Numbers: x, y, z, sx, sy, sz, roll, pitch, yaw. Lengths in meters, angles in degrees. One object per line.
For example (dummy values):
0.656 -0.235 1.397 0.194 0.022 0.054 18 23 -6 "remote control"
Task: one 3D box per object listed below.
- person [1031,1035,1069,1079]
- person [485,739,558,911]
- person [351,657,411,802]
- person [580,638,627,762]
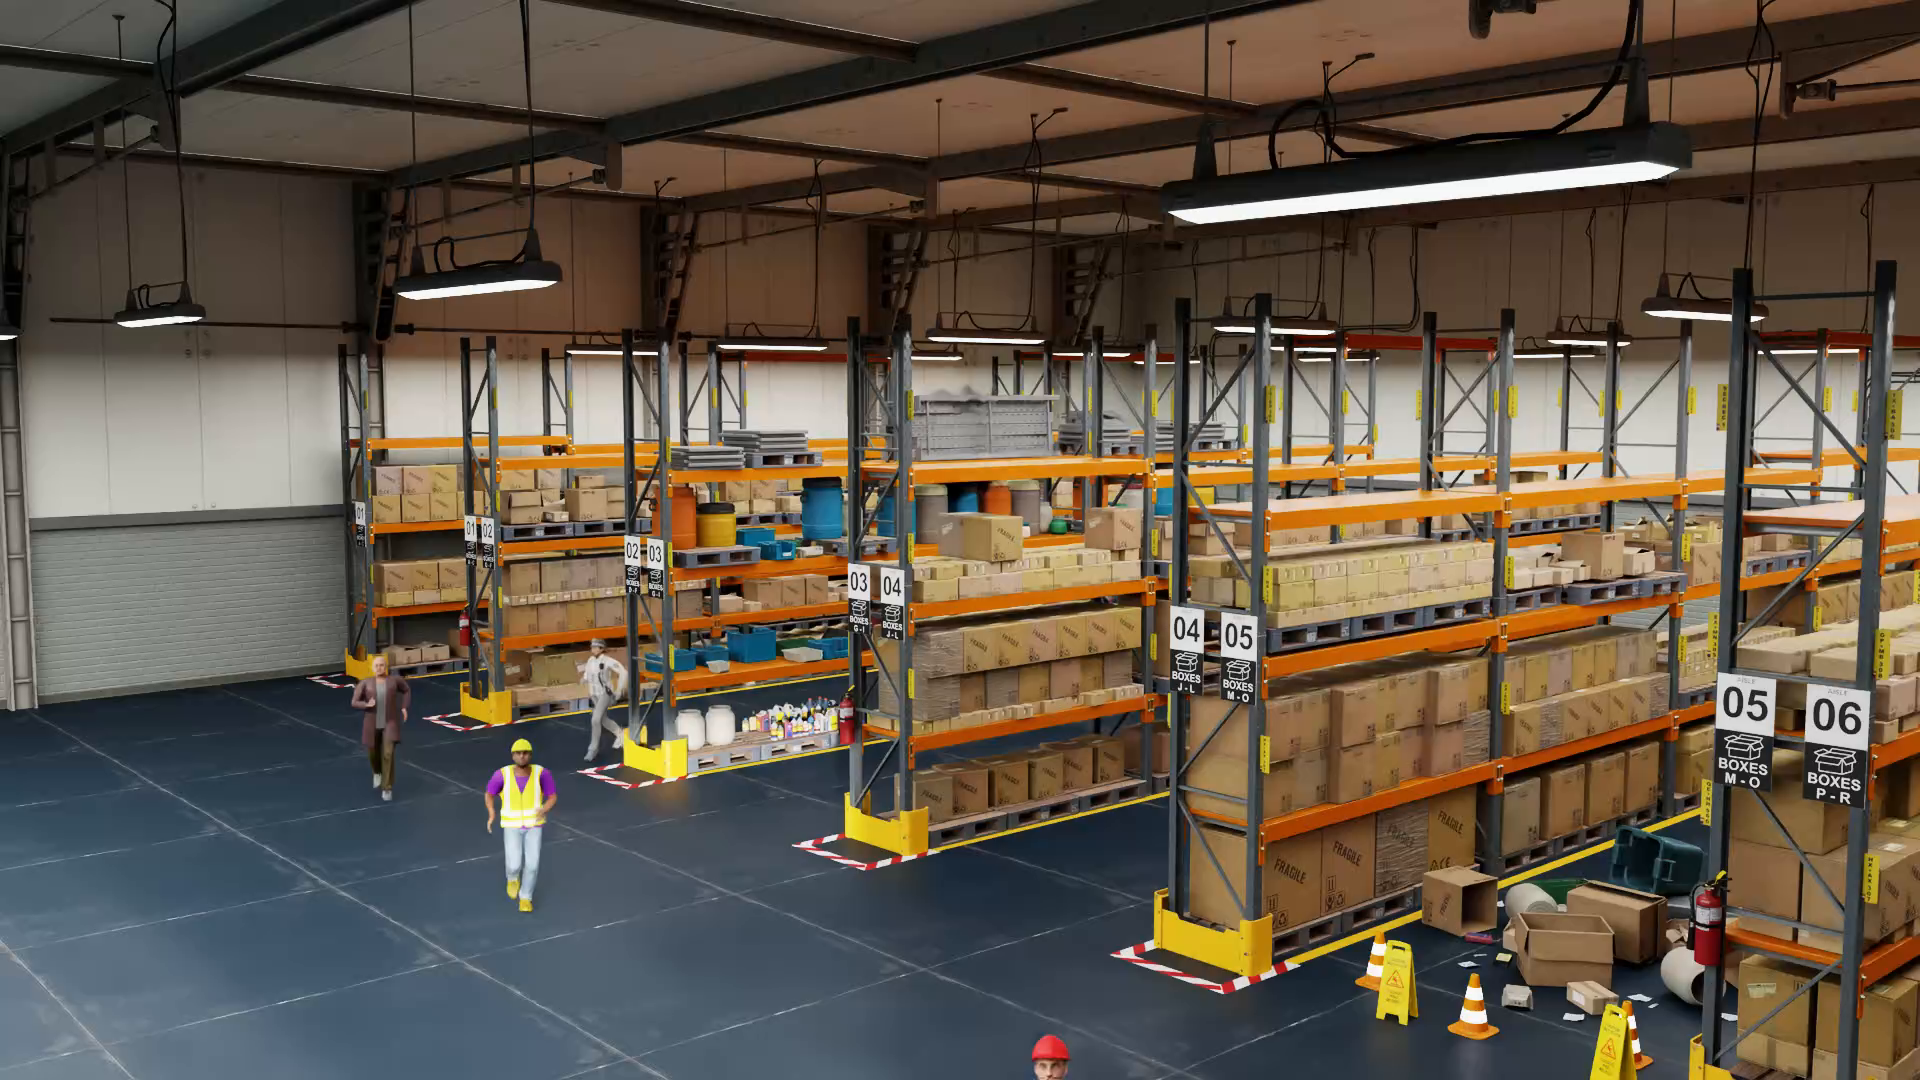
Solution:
0.491 3.509 8.904 0.642 1.754 0.825 0 5 3 "person"
-4.337 2.831 16.482 0.698 1.720 0.576 -2 5 -16 "person"
-7.351 2.354 21.134 0.704 1.756 1.075 -1 5 -14 "person"
-5.068 2.221 23.580 0.645 1.715 0.900 4 6 35 "person"
